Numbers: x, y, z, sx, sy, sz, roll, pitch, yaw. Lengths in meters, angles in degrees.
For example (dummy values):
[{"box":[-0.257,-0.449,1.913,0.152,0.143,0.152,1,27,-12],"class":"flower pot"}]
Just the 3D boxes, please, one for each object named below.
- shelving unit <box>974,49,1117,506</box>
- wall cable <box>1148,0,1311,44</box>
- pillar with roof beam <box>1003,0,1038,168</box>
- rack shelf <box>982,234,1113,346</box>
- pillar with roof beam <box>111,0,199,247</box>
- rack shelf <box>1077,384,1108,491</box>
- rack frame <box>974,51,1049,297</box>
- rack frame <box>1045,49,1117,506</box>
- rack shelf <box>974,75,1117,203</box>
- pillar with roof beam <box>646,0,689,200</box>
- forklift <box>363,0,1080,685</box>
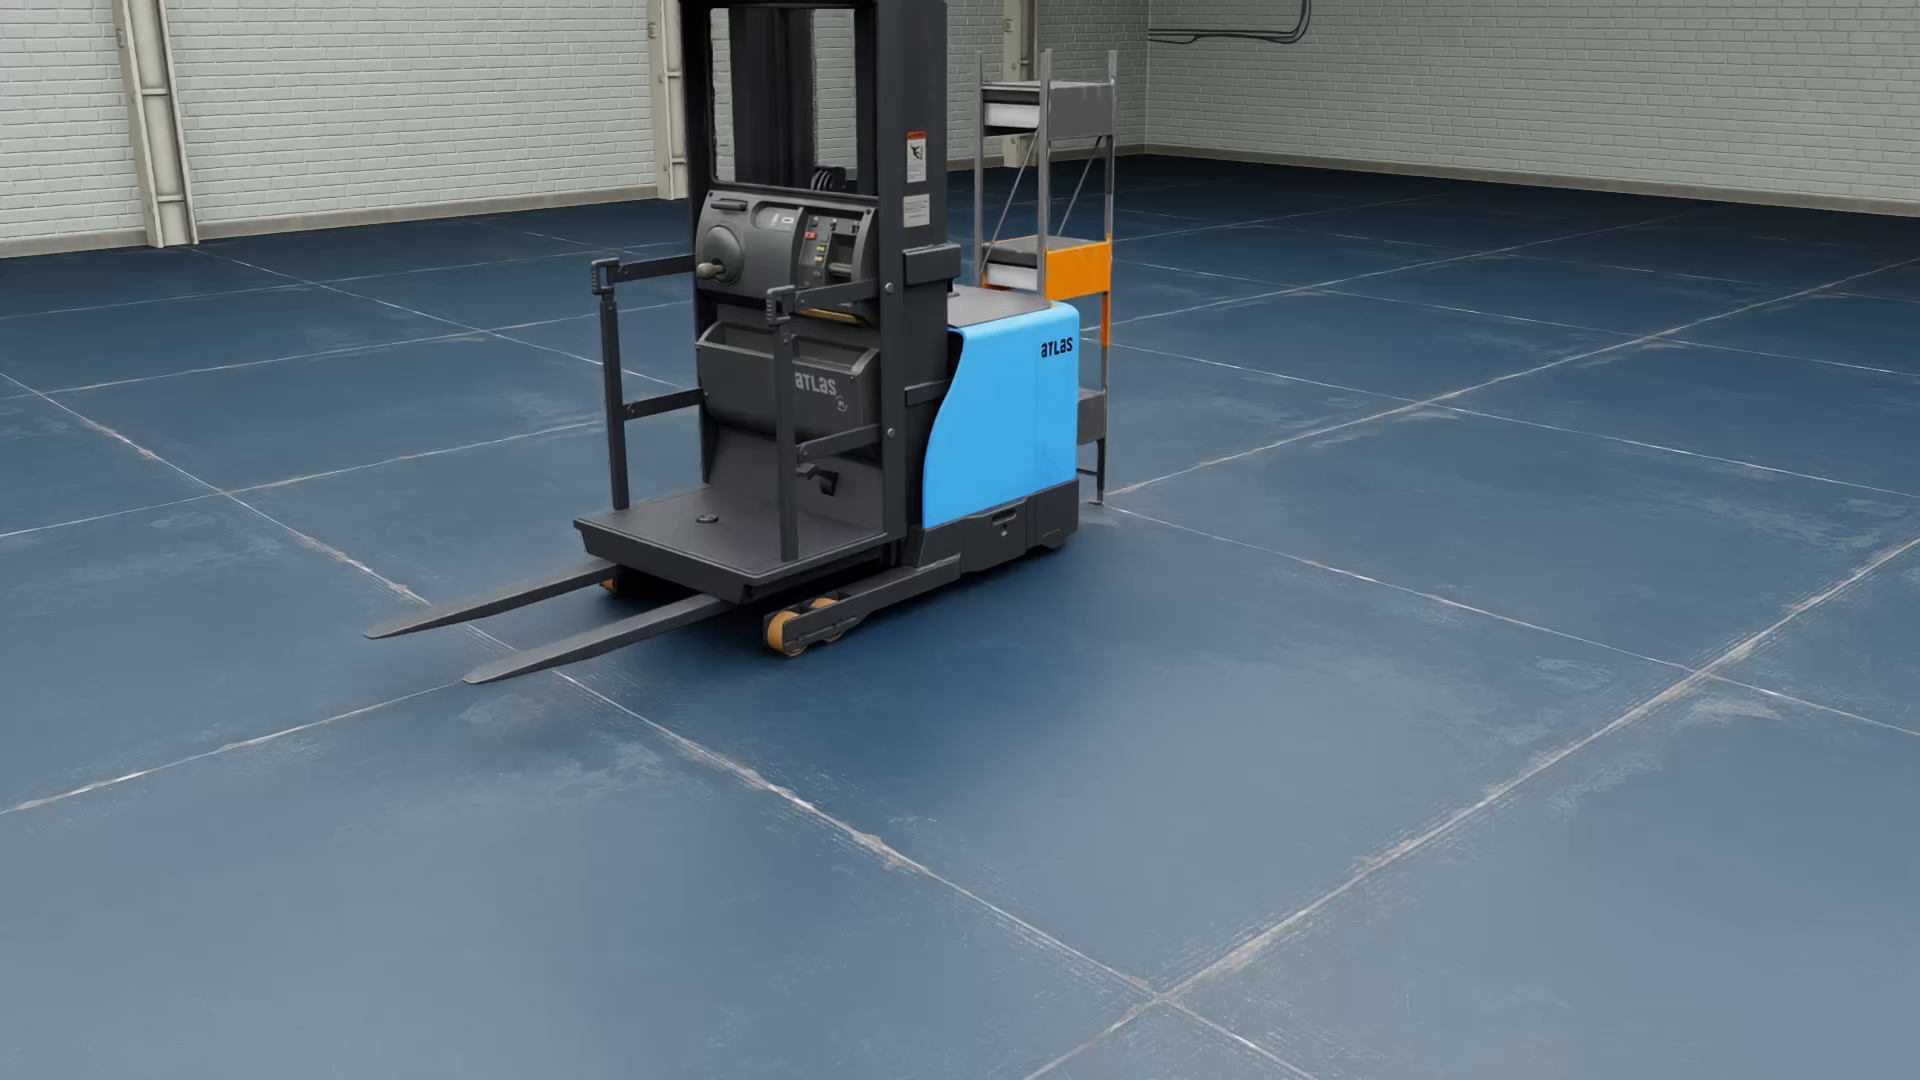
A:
[{"box":[0.380,-1.149,7.624,0.431,2.100,0.503,15,23,39],"class":"shelving unit"},{"box":[3.918,-8.628,24.540,0.112,2.526,3.097,-16,24,-41],"class":"wall cable"},{"box":[3.826,-8.813,20.075,0.400,9.000,9.100,-16,24,-41],"class":"pillar with roof beam"},{"box":[0.380,-1.136,7.628,0.431,0.518,0.480,15,23,39],"class":"rack shelf"},{"box":[-4.893,-6.270,12.232,0.400,9.000,9.100,-16,24,-41],"class":"pillar with roof beam"},{"box":[0.380,-0.470,7.844,0.431,0.518,0.480,15,23,39],"class":"rack shelf"},{"box":[0.220,-1.092,7.450,0.400,2.100,0.015,15,23,39],"class":"rack frame"},{"box":[0.541,-1.206,7.799,0.400,2.100,0.015,15,23,39],"class":"rack frame"},{"box":[0.380,-1.802,7.412,0.431,0.518,0.480,15,23,39],"class":"rack shelf"},{"box":[-0.533,-7.541,16.153,0.400,9.000,9.100,-16,24,-41],"class":"pillar with roof beam"},{"box":[-0.821,-1.139,6.246,1.130,2.935,3.031,15,23,39],"class":"forklift"}]
